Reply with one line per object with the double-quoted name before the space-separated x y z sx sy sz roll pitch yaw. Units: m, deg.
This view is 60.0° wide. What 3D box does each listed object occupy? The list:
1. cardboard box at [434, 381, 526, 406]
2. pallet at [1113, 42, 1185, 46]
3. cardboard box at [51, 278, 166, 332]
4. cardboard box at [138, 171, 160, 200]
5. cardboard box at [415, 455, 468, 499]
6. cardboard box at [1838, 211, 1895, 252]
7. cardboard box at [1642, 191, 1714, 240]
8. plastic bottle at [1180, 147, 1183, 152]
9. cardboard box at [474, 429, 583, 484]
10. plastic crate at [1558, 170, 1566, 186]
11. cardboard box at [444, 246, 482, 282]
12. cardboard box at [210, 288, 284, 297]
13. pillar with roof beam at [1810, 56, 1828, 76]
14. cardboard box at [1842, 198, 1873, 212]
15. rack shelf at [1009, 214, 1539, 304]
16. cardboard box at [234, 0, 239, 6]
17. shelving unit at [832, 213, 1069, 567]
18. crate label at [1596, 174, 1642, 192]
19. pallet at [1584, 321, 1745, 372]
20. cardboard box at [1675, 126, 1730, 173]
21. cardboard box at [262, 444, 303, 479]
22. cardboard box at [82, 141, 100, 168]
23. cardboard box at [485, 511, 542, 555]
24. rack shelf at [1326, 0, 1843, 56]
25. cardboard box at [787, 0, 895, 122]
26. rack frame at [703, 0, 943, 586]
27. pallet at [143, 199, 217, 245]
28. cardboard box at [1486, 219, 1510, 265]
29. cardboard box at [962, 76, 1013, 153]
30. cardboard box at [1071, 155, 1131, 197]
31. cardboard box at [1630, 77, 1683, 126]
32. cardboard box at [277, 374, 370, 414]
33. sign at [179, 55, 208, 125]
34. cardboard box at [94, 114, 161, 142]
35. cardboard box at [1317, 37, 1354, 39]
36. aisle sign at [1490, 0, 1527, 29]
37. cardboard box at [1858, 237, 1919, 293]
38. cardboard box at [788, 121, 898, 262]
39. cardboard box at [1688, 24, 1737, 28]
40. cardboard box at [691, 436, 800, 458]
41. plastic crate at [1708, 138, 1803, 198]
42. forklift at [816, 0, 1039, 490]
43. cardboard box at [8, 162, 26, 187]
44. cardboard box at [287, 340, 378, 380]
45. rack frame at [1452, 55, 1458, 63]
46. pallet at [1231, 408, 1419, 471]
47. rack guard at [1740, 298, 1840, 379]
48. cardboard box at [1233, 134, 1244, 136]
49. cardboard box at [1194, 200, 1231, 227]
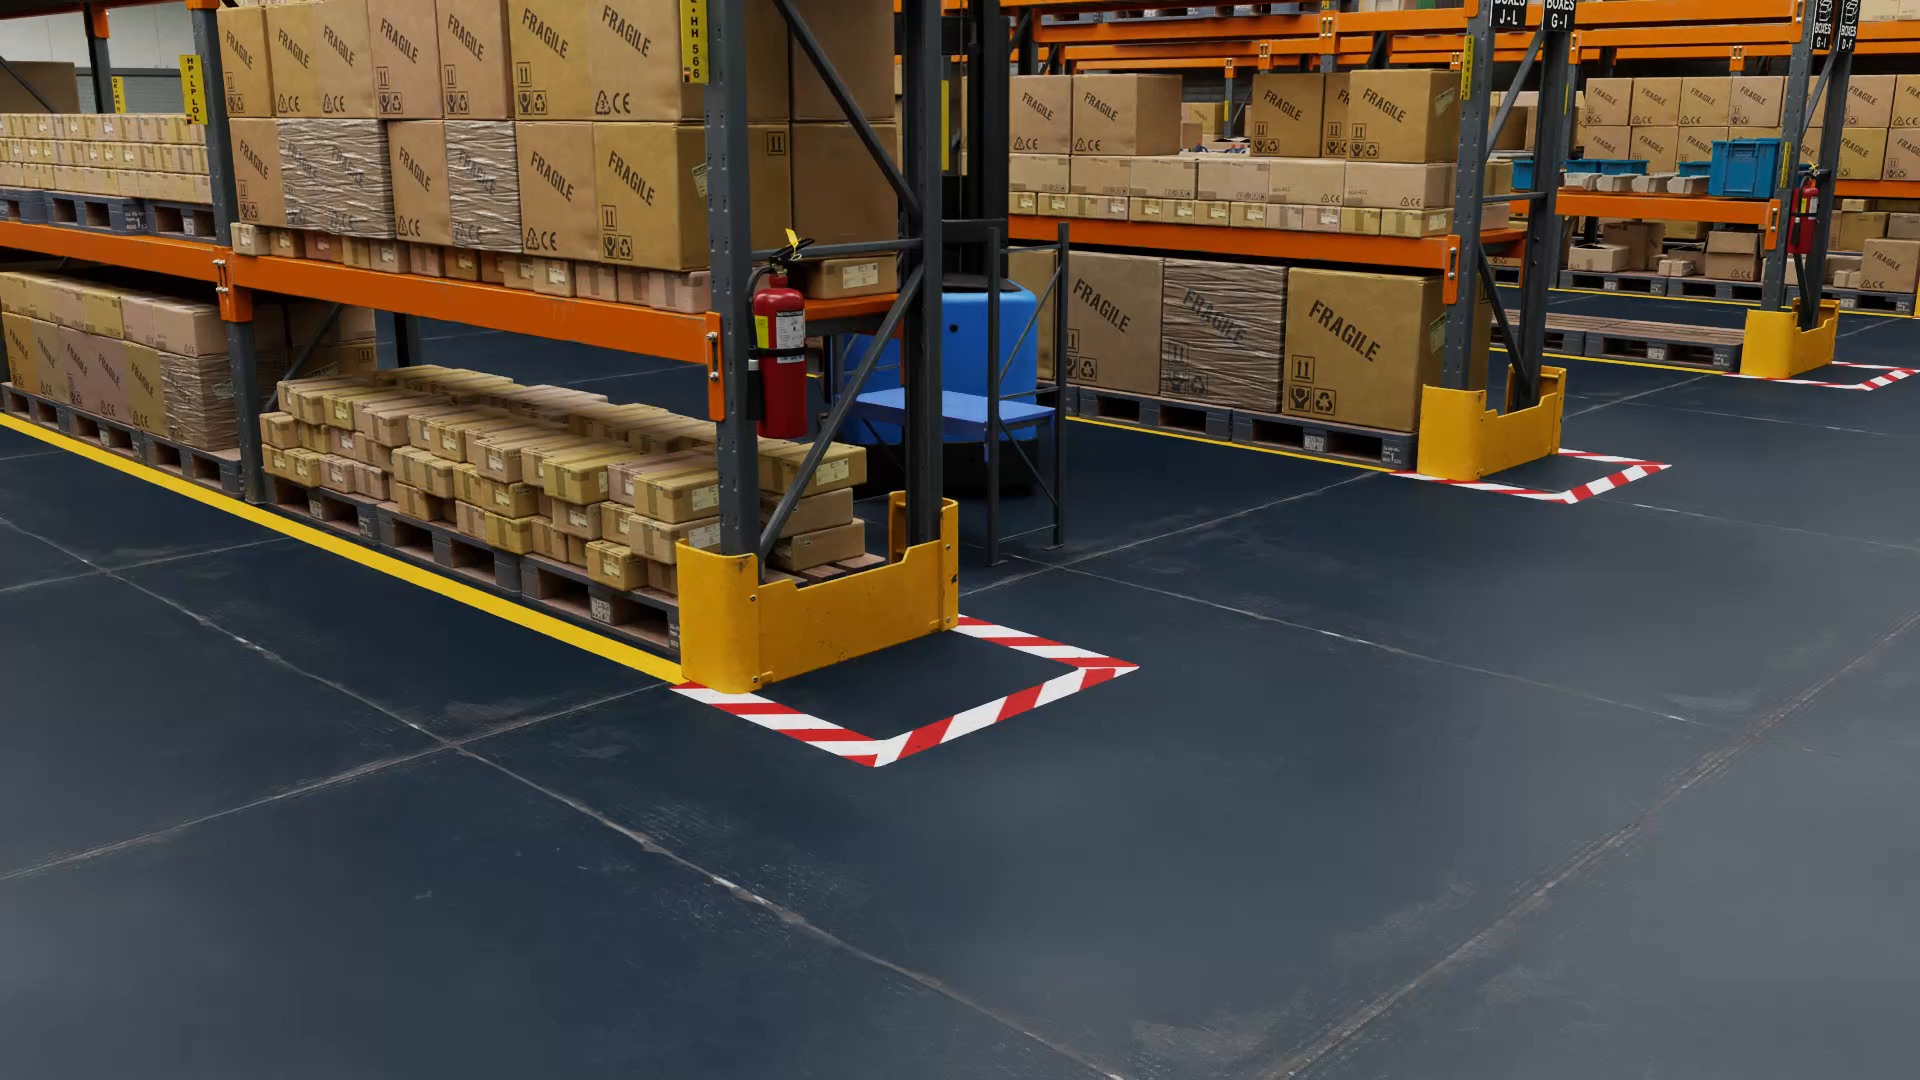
"cardboard box" -2.370 -0.681 8.239 0.380 0.149 0.250 -14 20 -42
"pallet" 2.822 -6.762 22.360 1.003 0.211 1.213 -13 20 -42
"cardboard box" -5.174 -1.438 10.140 0.500 0.250 0.500 14 20 43
"cardboard box" -4.304 -1.973 9.219 0.250 0.149 0.380 12 19 39
"cardboard box" -2.180 -0.302 7.375 0.250 0.149 0.380 14 20 43
"cardboard box" 11.689 -3.969 21.341 0.700 0.500 0.500 -14 20 -43
"cardboard box" 9.937 -4.557 22.903 0.750 0.750 0.750 14 20 43
"plastic bottle" 2.235 -3.953 17.252 0.185 0.351 0.144 14 20 42
"cardboard box" -1.803 -0.353 6.978 0.380 0.149 0.250 -14 20 -42
"plastic crate" 5.081 -3.157 14.503 0.466 0.136 0.293 14 20 42
"cardboard box" -1.955 -1.193 7.060 0.250 0.149 0.380 14 20 43
"cardboard box" -4.069 -1.351 9.804 0.500 0.250 0.500 -14 20 -43
"pillar with roof beam" 8.611 -7.460 18.716 0.400 9.000 9.100 14 20 42
"cardboard box" 11.458 -4.278 21.238 0.250 0.149 0.380 13 19 41
"rack shelf" 1.620 -1.909 10.734 4.000 0.370 1.077 14 20 42
"cardboard box" -8.034 -6.104 18.966 0.250 0.149 0.380 13 20 41
"shelving unit" -0.061 -0.741 7.800 1.048 1.500 0.538 14 20 42
"crate label" 5.369 -2.915 13.573 0.243 0.136 0.396 14 20 42
"pallet" 5.931 -1.608 13.683 1.213 0.211 1.003 14 20 42
"cardboard box" 7.966 -4.137 17.661 0.500 0.500 0.500 14 20 42
"cardboard box" -3.296 -0.426 8.438 0.250 0.149 0.380 13 19 40
"cardboard box" -4.881 -2.257 9.721 0.380 0.149 0.250 -14 20 -42
"cardboard box" -1.779 -0.065 7.052 0.250 0.149 0.380 13 19 40
"rack shelf" 5.058 -4.259 13.807 4.000 0.370 1.077 14 20 42
"cardboard box" -0.594 -1.827 6.223 0.500 0.500 0.500 14 20 42
"rack frame" -0.456 -1.024 5.913 0.127 3.000 1.000 14 20 42
"pallet" -3.784 -1.791 9.239 1.213 0.211 1.003 14 20 42
"cardboard box" 6.155 -3.530 19.615 0.500 0.500 0.500 14 20 42
"cardboard box" 0.348 -2.911 11.374 0.500 0.500 0.500 14 20 42
"cardboard box" 1.068 -2.371 10.789 0.500 0.250 0.500 -14 20 -43
"cardboard box" 7.575 -4.713 17.888 0.500 0.500 0.500 13 19 40
"cardboard box" -3.231 -0.738 8.456 0.380 0.149 0.250 -14 20 -42
"sign" -3.718 -2.183 8.065 0.005 0.325 0.100 14 20 42
"cardboard box" -4.697 -2.357 9.513 0.250 0.149 0.380 13 19 40
"cardboard box" 4.884 -6.445 20.569 0.500 0.500 0.910 14 20 42
"aisle sign" 2.904 -3.098 8.715 0.004 0.787 0.394 14 20 42
"cardboard box" 9.376 -2.758 16.652 0.500 0.500 0.500 14 20 42
"cardboard box" -0.587 -1.345 6.357 0.500 0.500 0.500 -13 20 -42
"cardboard box" 7.954 -5.477 17.352 0.500 0.250 0.500 14 20 42
"cardboard box" -0.879 -0.315 6.835 0.380 0.149 0.250 -14 20 -43
"plastic crate" 6.127 -2.876 12.833 0.499 0.435 0.616 14 20 42
"forklift" -0.297 -2.000 9.795 1.130 2.935 3.031 -2 15 -8
"cardboard box" -5.840 -2.344 10.644 0.380 0.149 0.250 -13 20 -41
"cardboard box" -3.683 -0.895 9.543 0.500 0.500 0.500 -14 20 -42
"rack frame" 7.615 -6.004 25.025 0.127 3.000 1.000 14 20 42
"pallet" 2.430 -0.683 10.135 1.213 0.211 1.003 14 20 42
"rack guard" 6.524 -1.594 13.059 0.348 0.500 1.175 14 20 42
"cardboard box" 4.546 -6.762 28.194 0.500 0.250 0.500 14 20 43
"cardboard box" 1.652 -2.011 10.201 0.250 0.149 0.380 14 20 42
